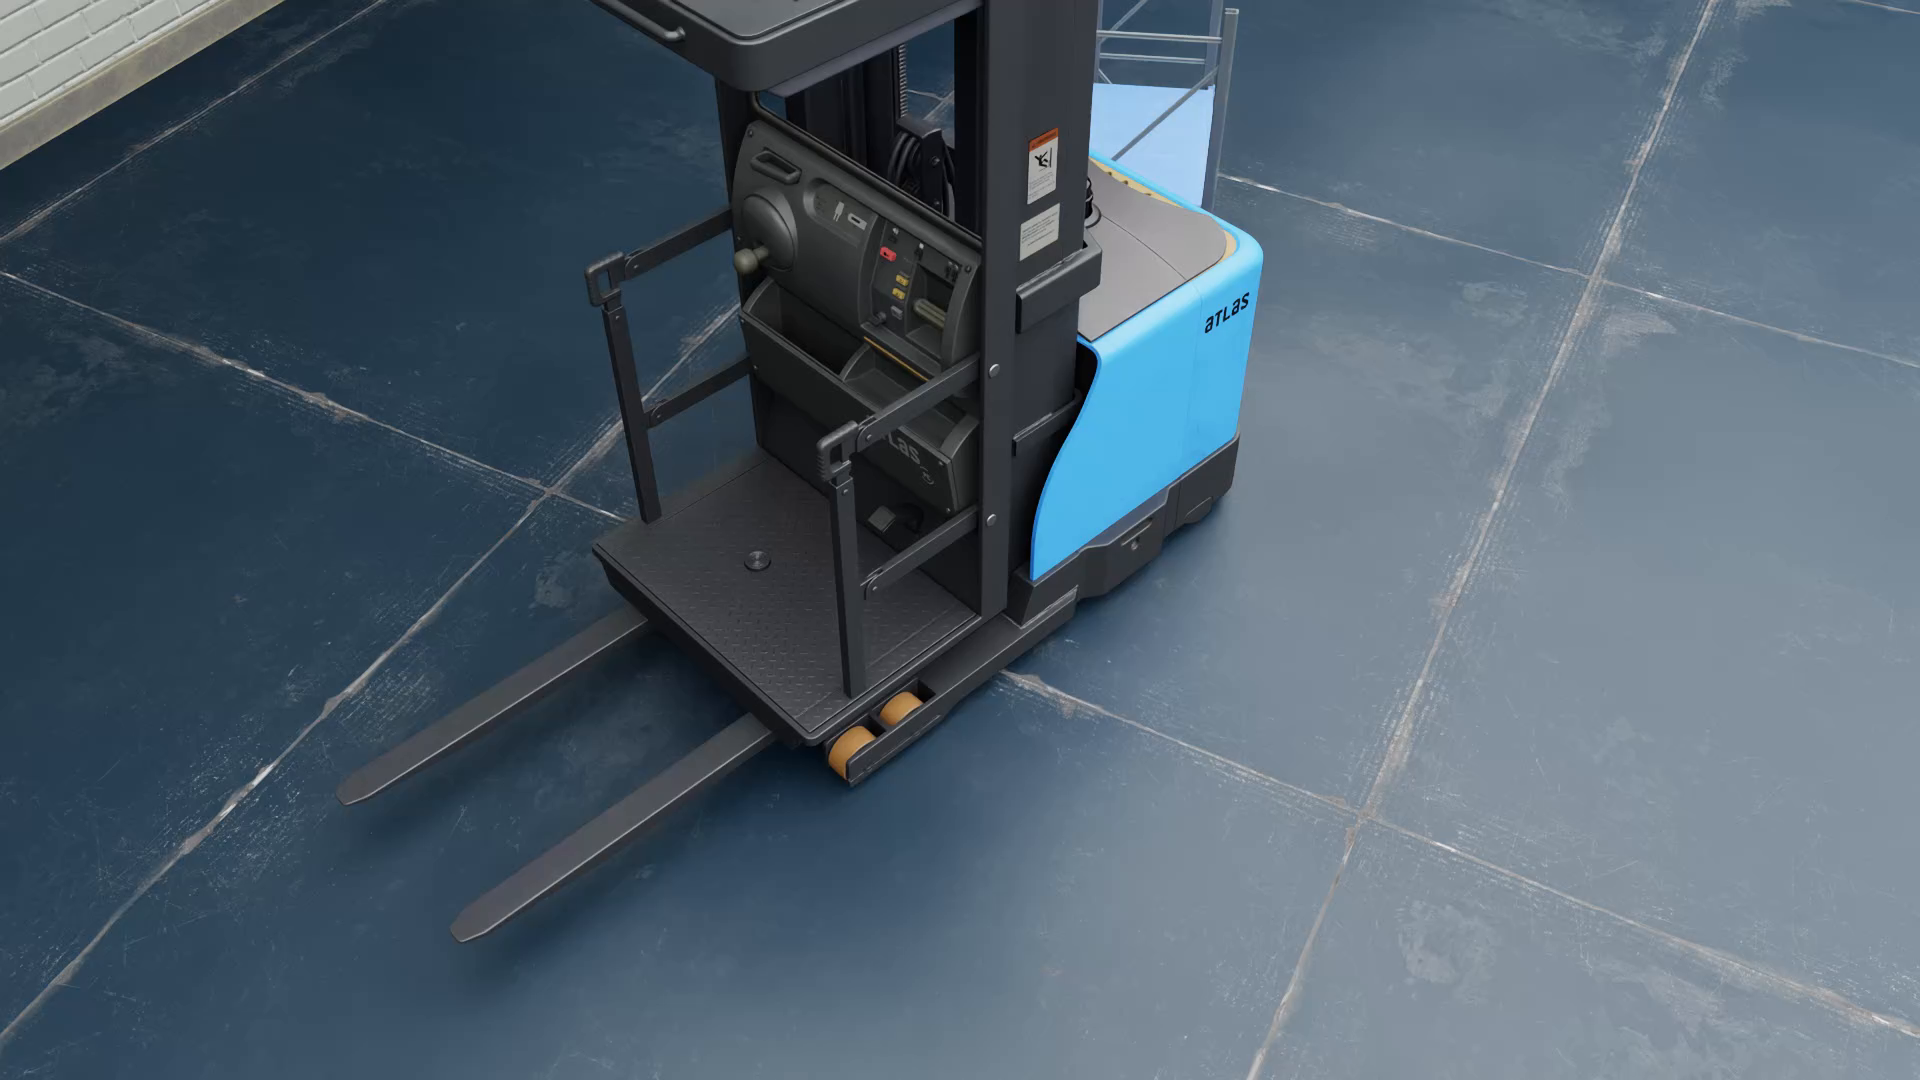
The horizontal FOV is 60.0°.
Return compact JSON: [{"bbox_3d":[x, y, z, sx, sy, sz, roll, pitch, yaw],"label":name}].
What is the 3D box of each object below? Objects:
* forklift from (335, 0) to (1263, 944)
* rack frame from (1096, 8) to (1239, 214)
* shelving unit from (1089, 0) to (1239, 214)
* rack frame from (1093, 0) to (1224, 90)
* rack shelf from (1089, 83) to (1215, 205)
[{"bbox_3d":[-0.453,-0.724,4.404,3.031,2.935,1.130,-34,54,-29],"label":"forklift"},{"bbox_3d":[0.641,-1.181,5.862,0.500,1.500,0.032,5,46,5],"label":"rack frame"},{"bbox_3d":[0.700,-1.540,6.217,0.538,1.500,1.048,5,46,5],"label":"shelving unit"},{"bbox_3d":[0.759,-1.899,6.572,0.500,1.500,0.032,5,46,5],"label":"rack frame"},{"bbox_3d":[0.700,-1.413,6.345,0.538,0.185,1.000,5,46,5],"label":"rack shelf"}]
